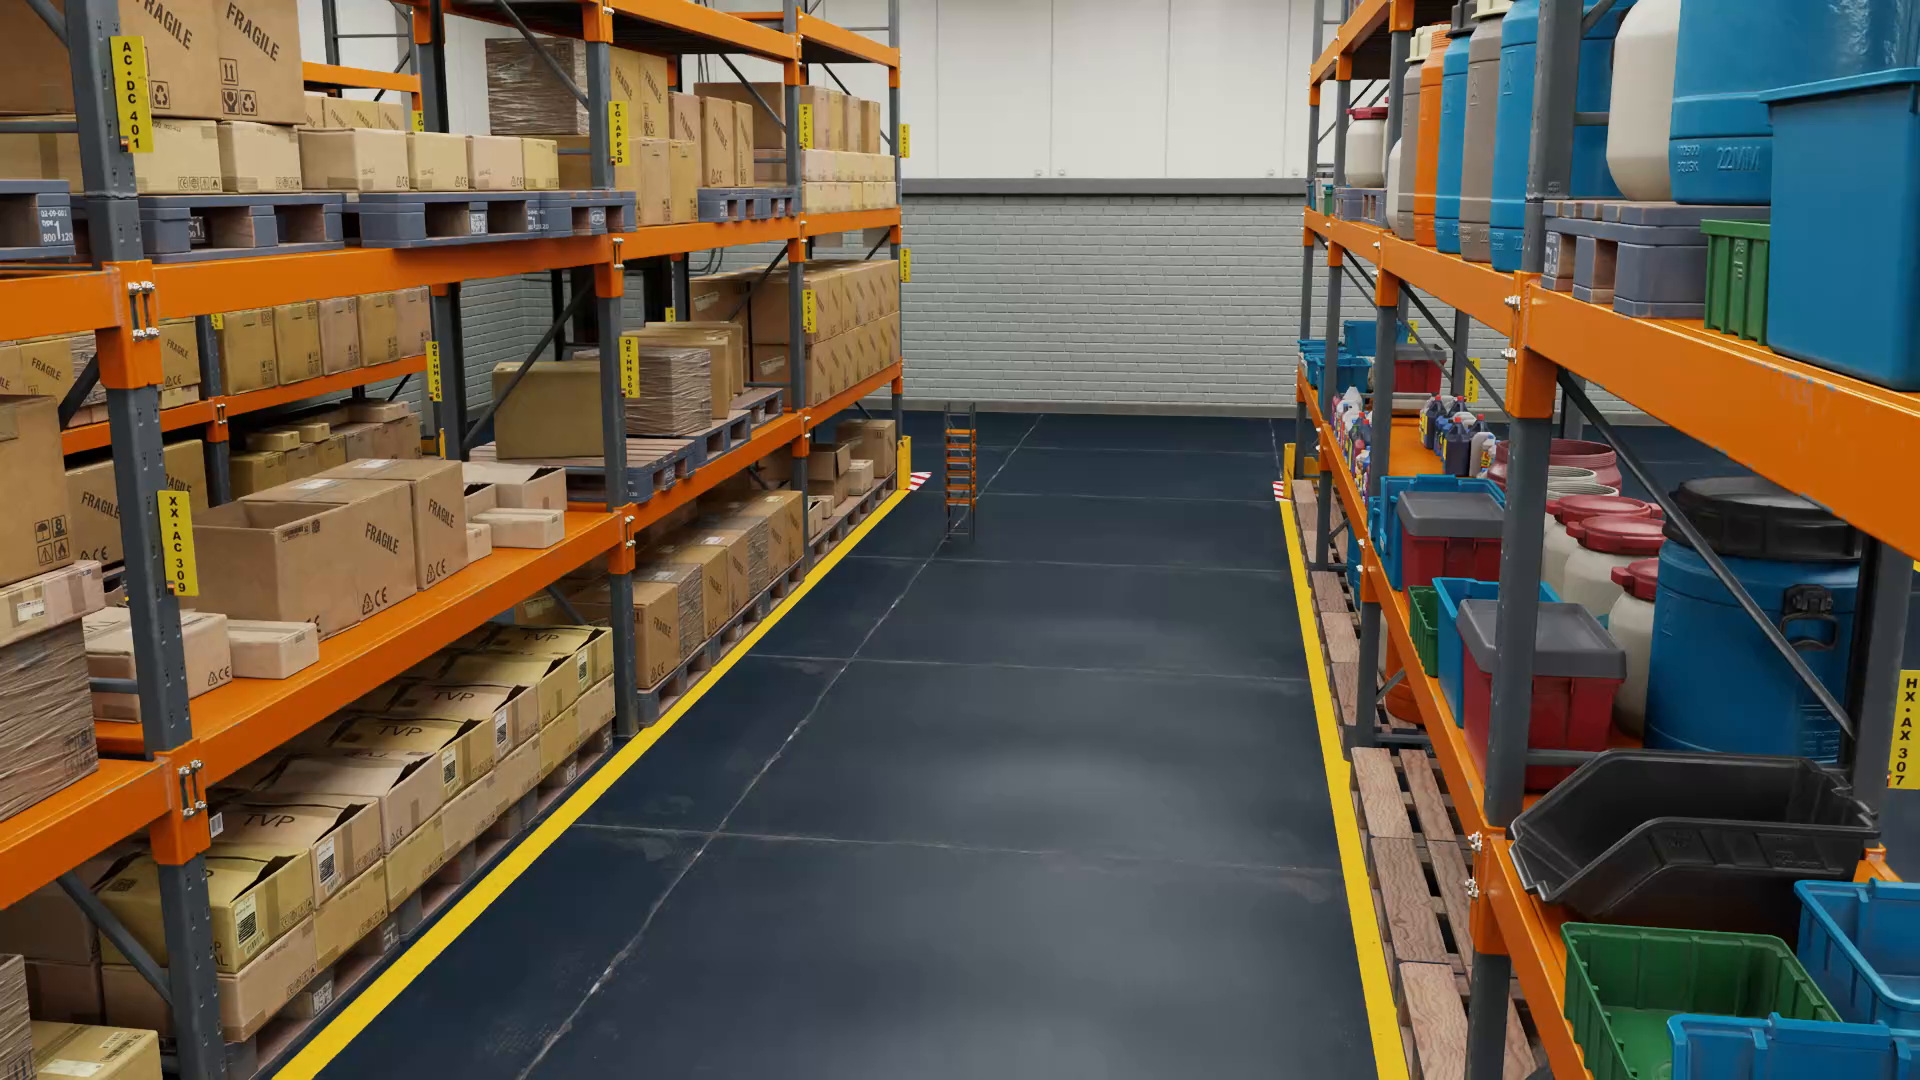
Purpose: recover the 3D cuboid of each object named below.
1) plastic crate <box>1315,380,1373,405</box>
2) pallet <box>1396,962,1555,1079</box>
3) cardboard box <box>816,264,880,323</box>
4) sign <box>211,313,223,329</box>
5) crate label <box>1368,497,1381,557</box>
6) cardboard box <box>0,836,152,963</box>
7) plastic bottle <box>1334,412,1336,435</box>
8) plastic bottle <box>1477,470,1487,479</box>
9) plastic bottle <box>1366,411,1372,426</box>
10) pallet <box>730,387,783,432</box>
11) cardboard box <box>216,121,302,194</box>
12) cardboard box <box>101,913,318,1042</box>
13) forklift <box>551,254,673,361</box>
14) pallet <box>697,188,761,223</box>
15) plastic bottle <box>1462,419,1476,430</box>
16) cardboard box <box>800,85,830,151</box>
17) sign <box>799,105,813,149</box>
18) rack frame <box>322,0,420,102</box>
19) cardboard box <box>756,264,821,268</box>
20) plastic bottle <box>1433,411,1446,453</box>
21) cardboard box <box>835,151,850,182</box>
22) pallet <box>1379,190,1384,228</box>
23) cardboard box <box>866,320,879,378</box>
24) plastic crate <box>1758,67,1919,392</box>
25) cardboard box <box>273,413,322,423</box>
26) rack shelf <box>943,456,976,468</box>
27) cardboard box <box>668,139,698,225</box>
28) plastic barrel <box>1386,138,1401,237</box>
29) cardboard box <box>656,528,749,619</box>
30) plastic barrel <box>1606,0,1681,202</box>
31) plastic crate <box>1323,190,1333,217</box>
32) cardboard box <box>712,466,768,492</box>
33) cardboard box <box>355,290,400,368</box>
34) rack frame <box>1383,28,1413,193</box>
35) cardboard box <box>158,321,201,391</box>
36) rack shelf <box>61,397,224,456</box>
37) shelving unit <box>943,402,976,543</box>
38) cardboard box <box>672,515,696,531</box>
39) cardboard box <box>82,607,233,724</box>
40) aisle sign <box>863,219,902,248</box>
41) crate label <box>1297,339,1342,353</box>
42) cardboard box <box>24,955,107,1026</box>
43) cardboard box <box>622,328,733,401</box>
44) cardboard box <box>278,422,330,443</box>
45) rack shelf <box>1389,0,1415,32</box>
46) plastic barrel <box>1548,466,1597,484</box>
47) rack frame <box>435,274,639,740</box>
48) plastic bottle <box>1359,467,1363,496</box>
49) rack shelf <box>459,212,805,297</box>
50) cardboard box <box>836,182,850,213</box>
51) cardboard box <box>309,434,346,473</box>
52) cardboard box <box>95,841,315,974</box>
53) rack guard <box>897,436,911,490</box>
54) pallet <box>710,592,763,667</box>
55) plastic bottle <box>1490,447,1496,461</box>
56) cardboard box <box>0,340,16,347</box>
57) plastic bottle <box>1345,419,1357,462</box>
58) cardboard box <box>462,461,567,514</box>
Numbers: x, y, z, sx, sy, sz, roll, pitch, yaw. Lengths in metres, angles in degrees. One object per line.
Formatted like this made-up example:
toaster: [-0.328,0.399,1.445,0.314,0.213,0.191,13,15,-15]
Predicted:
plastic crate: [3.094,-1.185,13.384,0.437,0.125,0.590,2,12,9]
pallet: [2.039,1.815,5.570,1.003,0.211,1.213,2,12,9]
cardboard box: [-1.040,-2.266,15.275,0.500,0.500,0.500,2,12,10]
sign: [-6.065,-1.881,13.543,0.100,0.325,0.005,2,12,9]
crate label: [2.137,-0.059,8.043,0.303,0.233,0.416,2,12,9]
cardboard box: [-3.158,1.226,5.881,0.500,0.311,0.500,2,12,9]
plastic bottle: [2.689,-0.837,11.728,0.097,0.201,0.097,0,12,0]
plastic bottle: [2.807,-0.240,8.781,0.152,0.276,0.135,2,12,9]
plastic bottle: [2.747,-0.706,10.946,0.152,0.276,0.135,2,12,9]
pallet: [-1.938,-0.953,12.253,1.003,0.211,1.213,2,12,9]
cardboard box: [-2.751,-1.385,6.041,0.500,0.250,0.500,1,12,3]
cardboard box: [-2.630,1.518,5.858,0.500,0.250,0.500,2,12,7]
forklift: [-3.201,-1.571,14.825,1.130,2.935,3.031,3,12,12]
pallet: [-2.033,-2.235,11.070,1.213,0.211,1.003,2,12,9]
plastic bottle: [3.256,-0.638,10.629,0.152,0.276,0.135,2,12,9]
cardboard box: [-1.453,-3.416,13.493,0.700,0.500,0.500,2,12,9]
sign: [-1.158,-3.104,12.496,0.100,0.325,0.005,2,12,9]
rack frame: [-5.987,-5.135,16.961,1.000,3.000,0.127,2,12,9]
cardboard box: [-1.575,-2.283,15.358,0.500,0.500,0.500,2,12,9]
plastic bottle: [3.186,-0.712,10.985,0.097,0.271,0.097,0,12,0]
cardboard box: [-1.223,-3.148,14.032,0.500,0.250,0.500,2,12,9]
pallet: [2.786,-1.746,8.804,1.003,0.211,1.213,2,12,9]
cardboard box: [-1.050,-1.778,15.385,0.500,0.500,0.500,2,12,9]
plastic crate: [1.337,-0.416,2.221,0.392,0.384,0.575,2,12,9]
cardboard box: [-6.368,-1.122,15.978,0.380,0.149,0.250,2,12,9]
rack shelf: [-0.002,-0.657,14.337,0.258,0.103,0.180,2,12,9]
cardboard box: [-2.130,-2.199,10.219,0.910,0.500,0.500,2,12,9]
plastic barrel: [2.221,-1.682,7.794,0.421,0.512,0.421,0,12,0]
cardboard box: [-1.738,0.222,11.233,0.500,0.500,0.500,1,12,7]
plastic barrel: [1.696,-1.026,3.754,0.421,0.512,0.421,0,12,0]
plastic crate: [2.953,-2.509,12.401,0.450,0.188,0.662,2,12,9]
cardboard box: [-1.900,-0.331,13.798,0.500,0.500,0.500,2,12,9]
cardboard box: [-6.157,-2.091,16.363,0.980,0.700,0.700,2,12,8]
rack frame: [2.572,-3.149,7.744,1.000,3.000,0.127,2,12,9]
cardboard box: [-6.424,-1.470,13.201,0.500,0.500,0.500,2,12,8]
rack shelf: [-6.910,-0.602,11.873,1.077,0.370,4.000,2,12,9]
shelving unit: [-0.002,-0.584,14.353,0.258,1.200,0.189,2,12,9]
cardboard box: [-2.177,0.105,11.776,0.500,0.500,0.500,2,12,9]
cardboard box: [-2.905,0.425,5.759,0.500,0.250,0.500,3,12,12]
aisle sign: [-0.779,-3.318,16.598,0.394,0.787,0.004,2,12,9]
crate label: [3.439,-1.788,15.926,0.416,0.233,0.303,2,12,9]
cardboard box: [-3.160,1.498,5.950,0.500,0.250,0.500,2,12,8]
cardboard box: [-2.044,-1.228,11.836,0.700,0.500,0.500,4,13,18]
cardboard box: [-6.073,-0.997,15.394,0.380,0.149,0.250,2,12,7]
rack shelf: [2.264,-2.185,5.930,1.077,0.370,4.000,2,12,9]
plastic barrel: [2.625,-0.050,7.338,0.421,0.512,0.421,0,12,0]
rack frame: [-2.322,-0.377,9.124,1.000,3.000,0.127,2,12,9]
plastic bottle: [2.329,-0.349,9.465,0.097,0.201,0.097,0,12,0]
rack shelf: [-2.015,-1.908,10.816,1.077,0.370,4.000,2,12,9]
cardboard box: [-1.228,-2.904,14.085,0.500,0.250,0.500,2,12,9]
cardboard box: [-6.224,-0.717,15.635,0.700,0.500,0.500,2,12,10]
cardboard box: [-2.628,1.242,5.809,0.500,0.311,0.500,2,12,9]
rack guard: [-1.103,-0.805,17.042,1.175,0.500,0.348,2,12,9]
pallet: [-1.980,0.578,11.309,1.003,0.211,1.213,2,12,9]
plastic bottle: [3.130,-0.428,9.665,0.097,0.271,0.097,0,12,0]
cardboard box: [-6.738,-1.410,11.145,0.500,0.250,0.500,2,12,9]
plastic bottle: [2.516,-0.638,10.637,0.097,0.271,0.097,0,12,0]
cardboard box: [-2.421,-0.259,8.789,0.500,0.311,0.500,3,12,12]
